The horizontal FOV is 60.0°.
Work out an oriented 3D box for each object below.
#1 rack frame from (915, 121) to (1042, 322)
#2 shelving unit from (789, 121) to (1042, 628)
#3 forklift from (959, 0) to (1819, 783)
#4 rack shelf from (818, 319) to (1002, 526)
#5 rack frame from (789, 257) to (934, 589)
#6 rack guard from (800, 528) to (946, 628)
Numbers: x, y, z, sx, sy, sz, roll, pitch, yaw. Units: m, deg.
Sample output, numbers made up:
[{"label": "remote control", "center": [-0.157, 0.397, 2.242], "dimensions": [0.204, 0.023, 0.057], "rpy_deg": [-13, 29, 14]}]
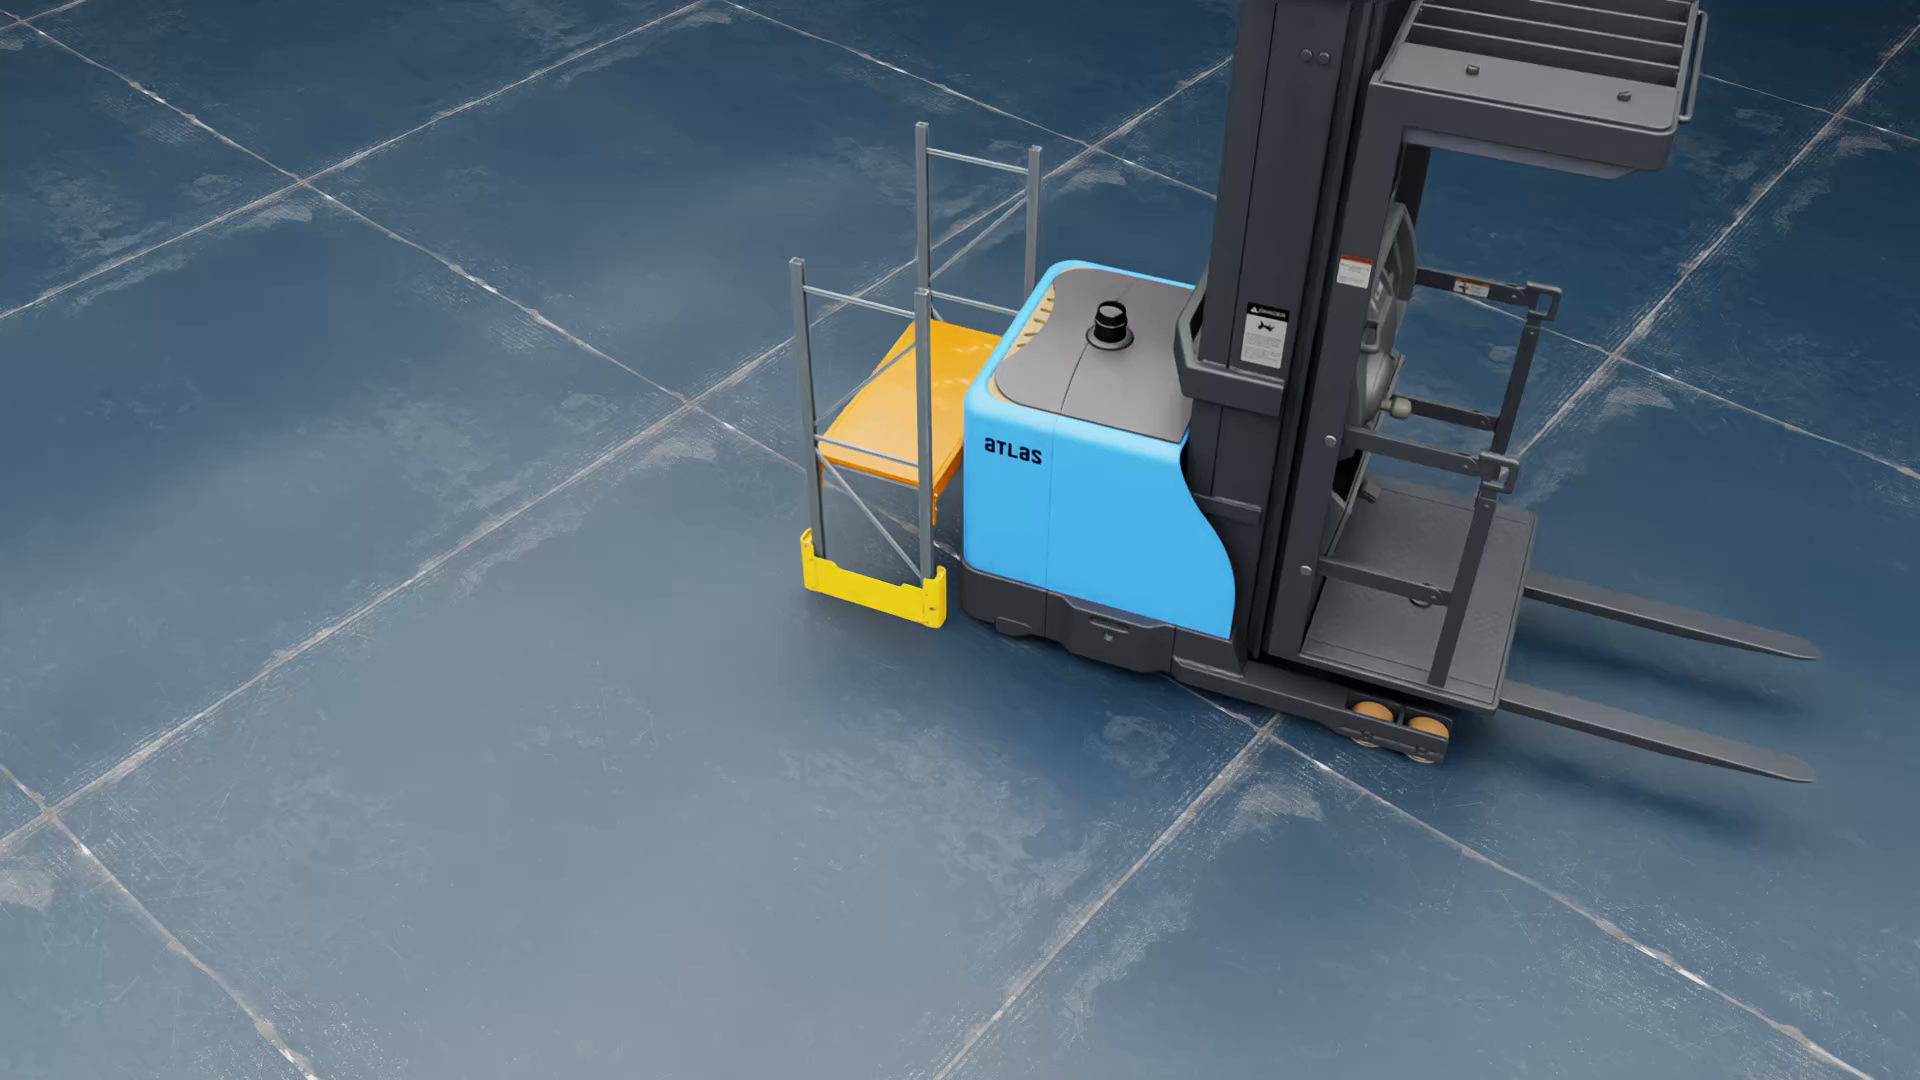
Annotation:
[{"label": "rack frame", "center": [0.067, -0.944, 6.673], "dimensions": [0.500, 1.500, 0.032], "rpy_deg": [16, 45, 17]}, {"label": "shelving unit", "center": [-0.137, -0.624, 6.321], "dimensions": [0.587, 1.500, 1.083], "rpy_deg": [16, 45, 17]}, {"label": "forklift", "center": [1.566, -0.705, 5.347], "dimensions": [3.031, 2.935, 1.130], "rpy_deg": [15, 44, 16]}, {"label": "rack shelf", "center": [-0.133, -0.496, 6.448], "dimensions": [0.538, 0.185, 1.000], "rpy_deg": [16, 45, 17]}, {"label": "rack frame", "center": [-0.334, -0.315, 5.982], "dimensions": [0.500, 1.500, 0.032], "rpy_deg": [16, 45, 17]}, {"label": "rack guard", "center": [-0.333, 0.146, 6.403], "dimensions": [0.587, 0.250, 0.087], "rpy_deg": [16, 45, 17]}]
